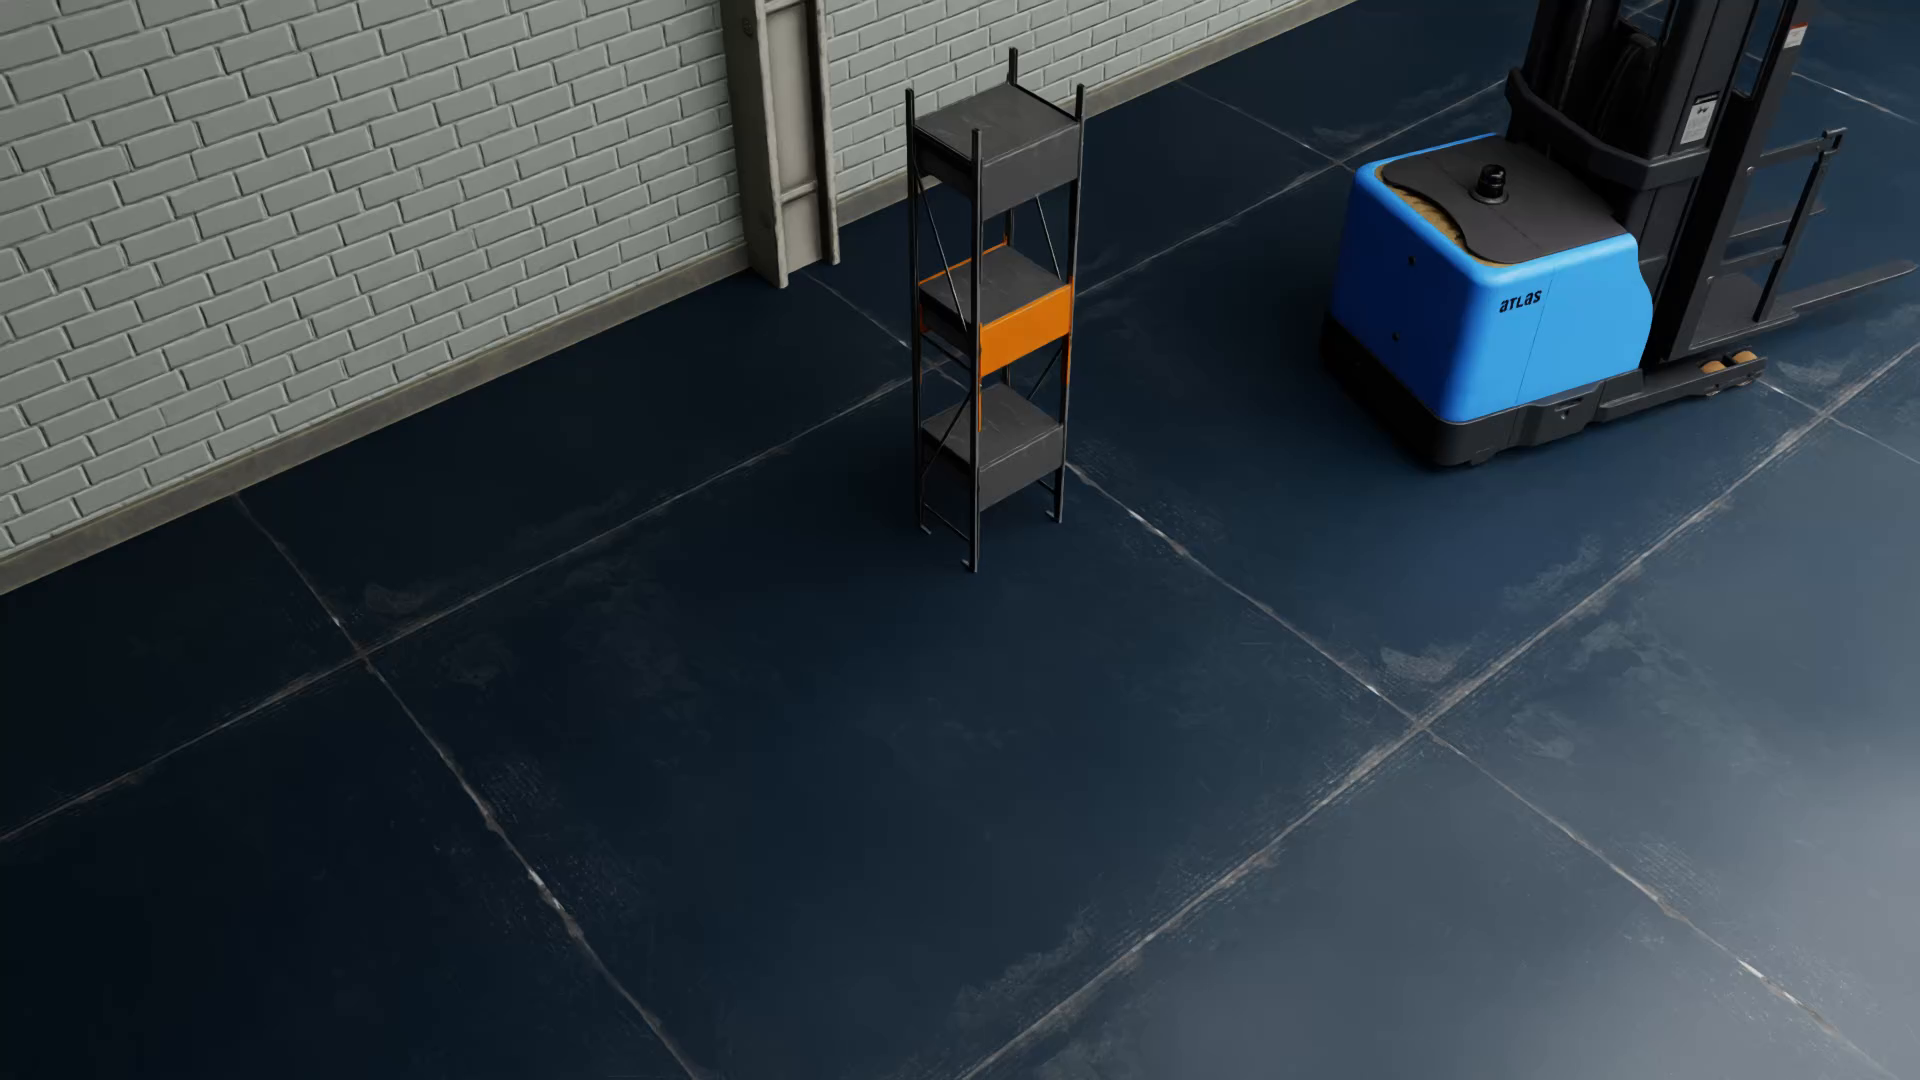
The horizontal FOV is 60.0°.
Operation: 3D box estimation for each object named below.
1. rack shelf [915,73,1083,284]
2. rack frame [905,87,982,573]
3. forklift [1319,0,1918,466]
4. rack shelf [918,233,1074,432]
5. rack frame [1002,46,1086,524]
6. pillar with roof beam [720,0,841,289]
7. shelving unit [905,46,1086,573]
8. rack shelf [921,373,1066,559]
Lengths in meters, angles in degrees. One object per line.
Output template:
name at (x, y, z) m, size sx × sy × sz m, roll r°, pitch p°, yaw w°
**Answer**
rack shelf at (0.127, -1.338, 6.139) m, size 0.480 × 0.518 × 0.431 m, roll -30°, pitch 51°, yaw -28°
rack frame at (-0.060, -0.731, 6.494) m, size 0.015 × 2.100 × 0.400 m, roll -30°, pitch 51°, yaw -28°
forklift at (3.319, -2.076, 7.319) m, size 3.031 × 2.935 × 1.130 m, roll -17°, pitch 46°, yaw -17°
rack shelf at (0.127, -0.828, 6.618) m, size 0.480 × 0.518 × 0.431 m, roll -30°, pitch 51°, yaw -28°
rack frame at (0.314, -0.945, 6.723) m, size 0.015 × 2.100 × 0.400 m, roll -30°, pitch 51°, yaw -28°
pillar with roof beam at (1.881, -2.490, 3.328) m, size 0.400 × 9.000 × 9.100 m, roll -30°, pitch 51°, yaw -28°
shelving unit at (0.127, -0.838, 6.609) m, size 0.503 × 2.100 × 0.431 m, roll -30°, pitch 51°, yaw -28°
rack shelf at (0.127, -0.318, 7.097) m, size 0.480 × 0.518 × 0.431 m, roll -30°, pitch 51°, yaw -28°
